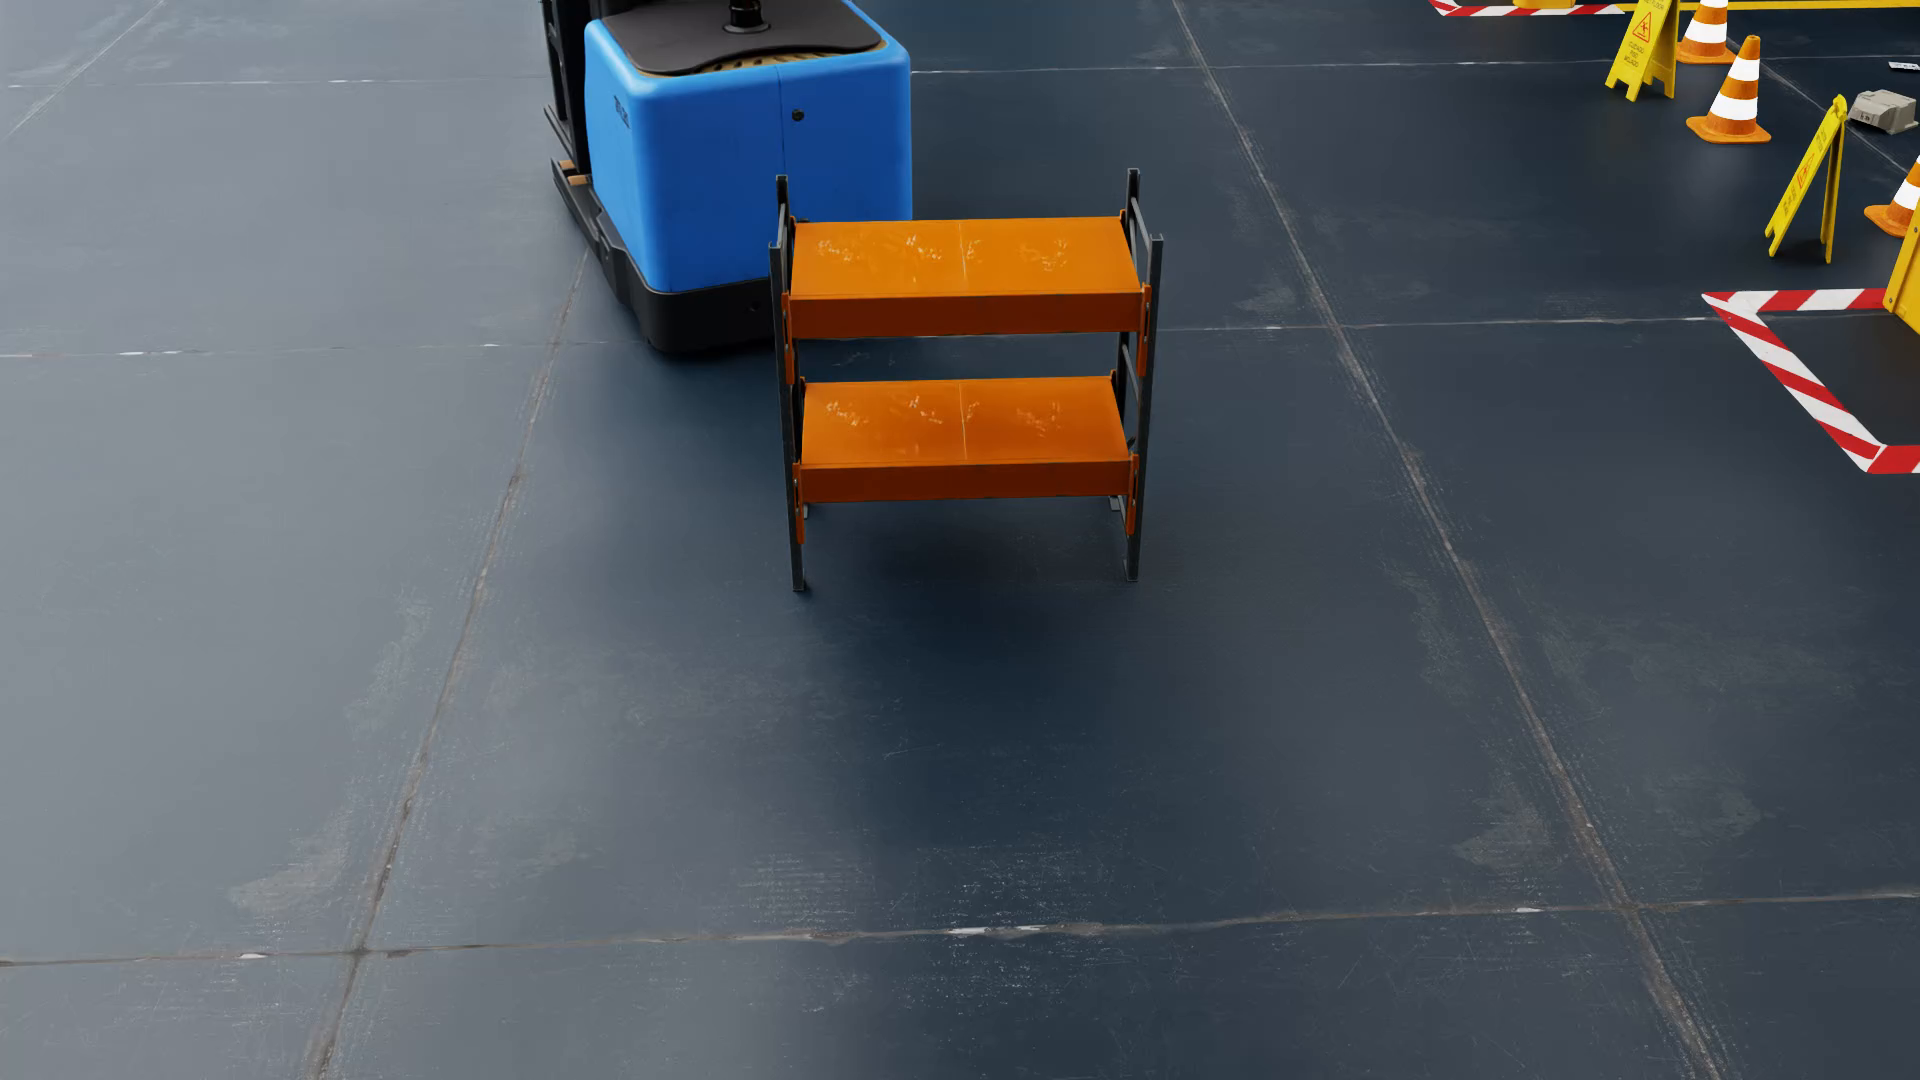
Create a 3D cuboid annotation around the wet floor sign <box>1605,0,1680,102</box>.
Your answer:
[{"bbox_3d":[3.512,-2.585,8.418,0.232,0.644,0.267,-7,35,-10],"label":"wet floor sign"}]

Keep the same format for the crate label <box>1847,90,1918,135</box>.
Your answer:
[{"bbox_3d":[4.541,-2.114,8.184,0.298,0.136,0.250,-20,39,-26],"label":"crate label"}]

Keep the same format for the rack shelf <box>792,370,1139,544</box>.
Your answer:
[{"bbox_3d":[0.007,-0.262,5.069,1.000,0.278,0.538,-2,35,-2],"label":"rack shelf"}]

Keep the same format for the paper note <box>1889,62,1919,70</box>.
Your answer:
[{"bbox_3d":[5.052,-2.533,8.885,0.142,0.017,0.144,10,36,14],"label":"paper note"}]

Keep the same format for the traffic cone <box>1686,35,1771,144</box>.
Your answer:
[{"bbox_3d":[3.759,-2.191,8.010,0.334,0.463,0.336,-2,35,-2],"label":"traffic cone"}]

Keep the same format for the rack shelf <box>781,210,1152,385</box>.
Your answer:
[{"bbox_3d":[0.007,-0.703,4.764,1.000,0.278,0.538,-2,35,-2],"label":"rack shelf"}]

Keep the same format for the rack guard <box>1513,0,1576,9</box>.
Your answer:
[{"bbox_3d":[3.423,-3.650,10.085,0.348,0.500,1.175,-2,35,-2],"label":"rack guard"}]

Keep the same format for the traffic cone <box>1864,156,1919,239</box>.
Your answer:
[{"bbox_3d":[4.151,-1.570,7.111,0.334,0.463,0.336,-2,35,-2],"label":"traffic cone"}]

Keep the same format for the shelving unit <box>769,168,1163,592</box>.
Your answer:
[{"bbox_3d":[0.007,-0.463,4.930,1.048,1.125,0.538,-2,35,-2],"label":"shelving unit"}]

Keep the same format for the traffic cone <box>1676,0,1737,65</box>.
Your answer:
[{"bbox_3d":[4.045,-2.843,8.951,0.334,0.463,0.336,-2,35,-2],"label":"traffic cone"}]

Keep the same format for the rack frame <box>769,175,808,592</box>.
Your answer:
[{"bbox_3d":[-0.501,-0.449,4.910,0.032,1.125,0.500,-2,35,-2],"label":"rack frame"}]

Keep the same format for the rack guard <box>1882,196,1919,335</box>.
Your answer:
[{"bbox_3d":[3.859,-0.842,6.028,0.348,0.500,1.175,-2,35,-2],"label":"rack guard"}]

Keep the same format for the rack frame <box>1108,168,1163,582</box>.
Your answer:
[{"bbox_3d":[0.515,-0.476,4.950,0.032,1.125,0.500,-2,35,-2],"label":"rack frame"}]

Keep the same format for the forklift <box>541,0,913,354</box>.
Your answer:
[{"bbox_3d":[-1.182,-2.721,6.606,1.130,2.935,3.031,-13,37,-18],"label":"forklift"}]

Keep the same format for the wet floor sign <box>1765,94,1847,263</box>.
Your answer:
[{"bbox_3d":[3.542,-1.503,6.855,0.232,0.644,0.267,10,36,14],"label":"wet floor sign"}]
